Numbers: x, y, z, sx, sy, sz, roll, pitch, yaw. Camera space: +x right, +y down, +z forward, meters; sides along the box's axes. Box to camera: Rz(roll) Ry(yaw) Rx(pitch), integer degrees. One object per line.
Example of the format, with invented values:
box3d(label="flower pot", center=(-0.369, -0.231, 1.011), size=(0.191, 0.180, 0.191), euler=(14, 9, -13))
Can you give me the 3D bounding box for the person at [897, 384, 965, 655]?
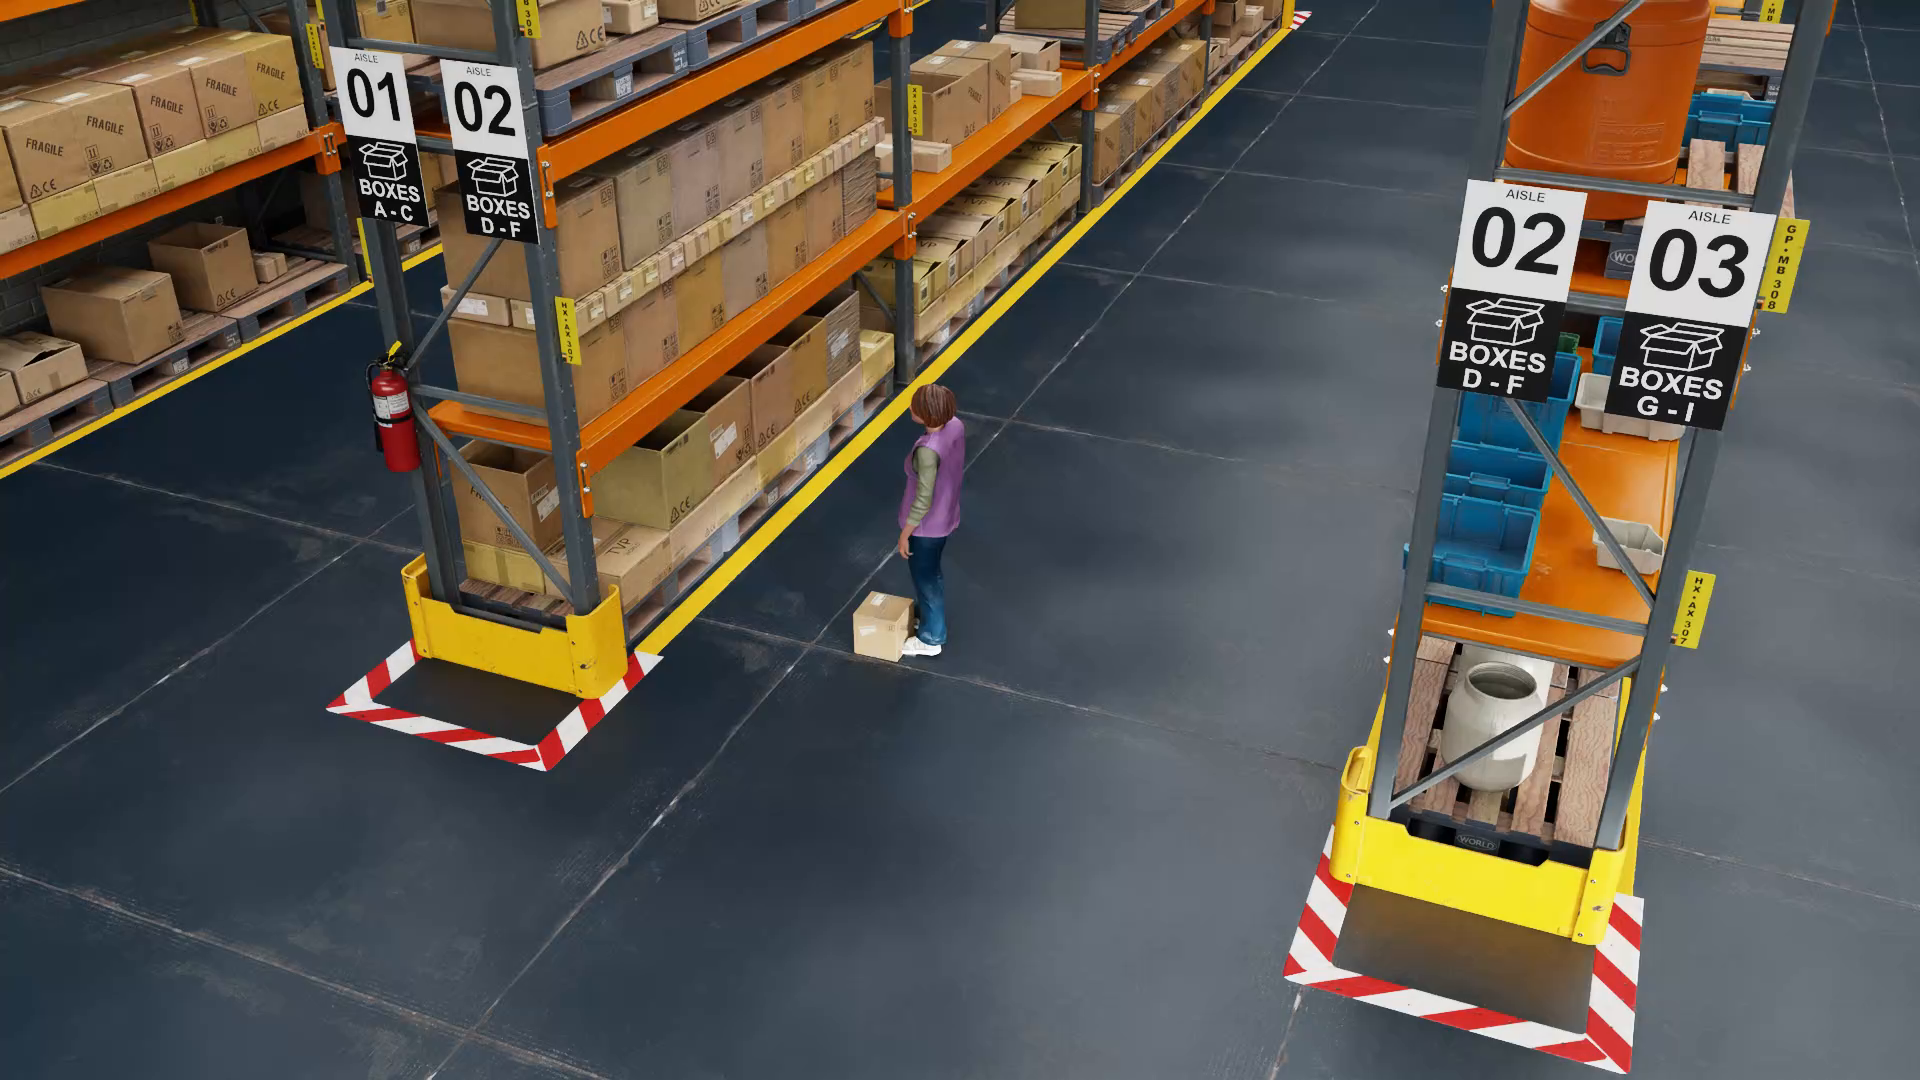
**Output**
box3d(label="person", center=(-0.221, -0.108, 8.562), size=(0.475, 1.598, 0.519), euler=(12, 32, 19))
